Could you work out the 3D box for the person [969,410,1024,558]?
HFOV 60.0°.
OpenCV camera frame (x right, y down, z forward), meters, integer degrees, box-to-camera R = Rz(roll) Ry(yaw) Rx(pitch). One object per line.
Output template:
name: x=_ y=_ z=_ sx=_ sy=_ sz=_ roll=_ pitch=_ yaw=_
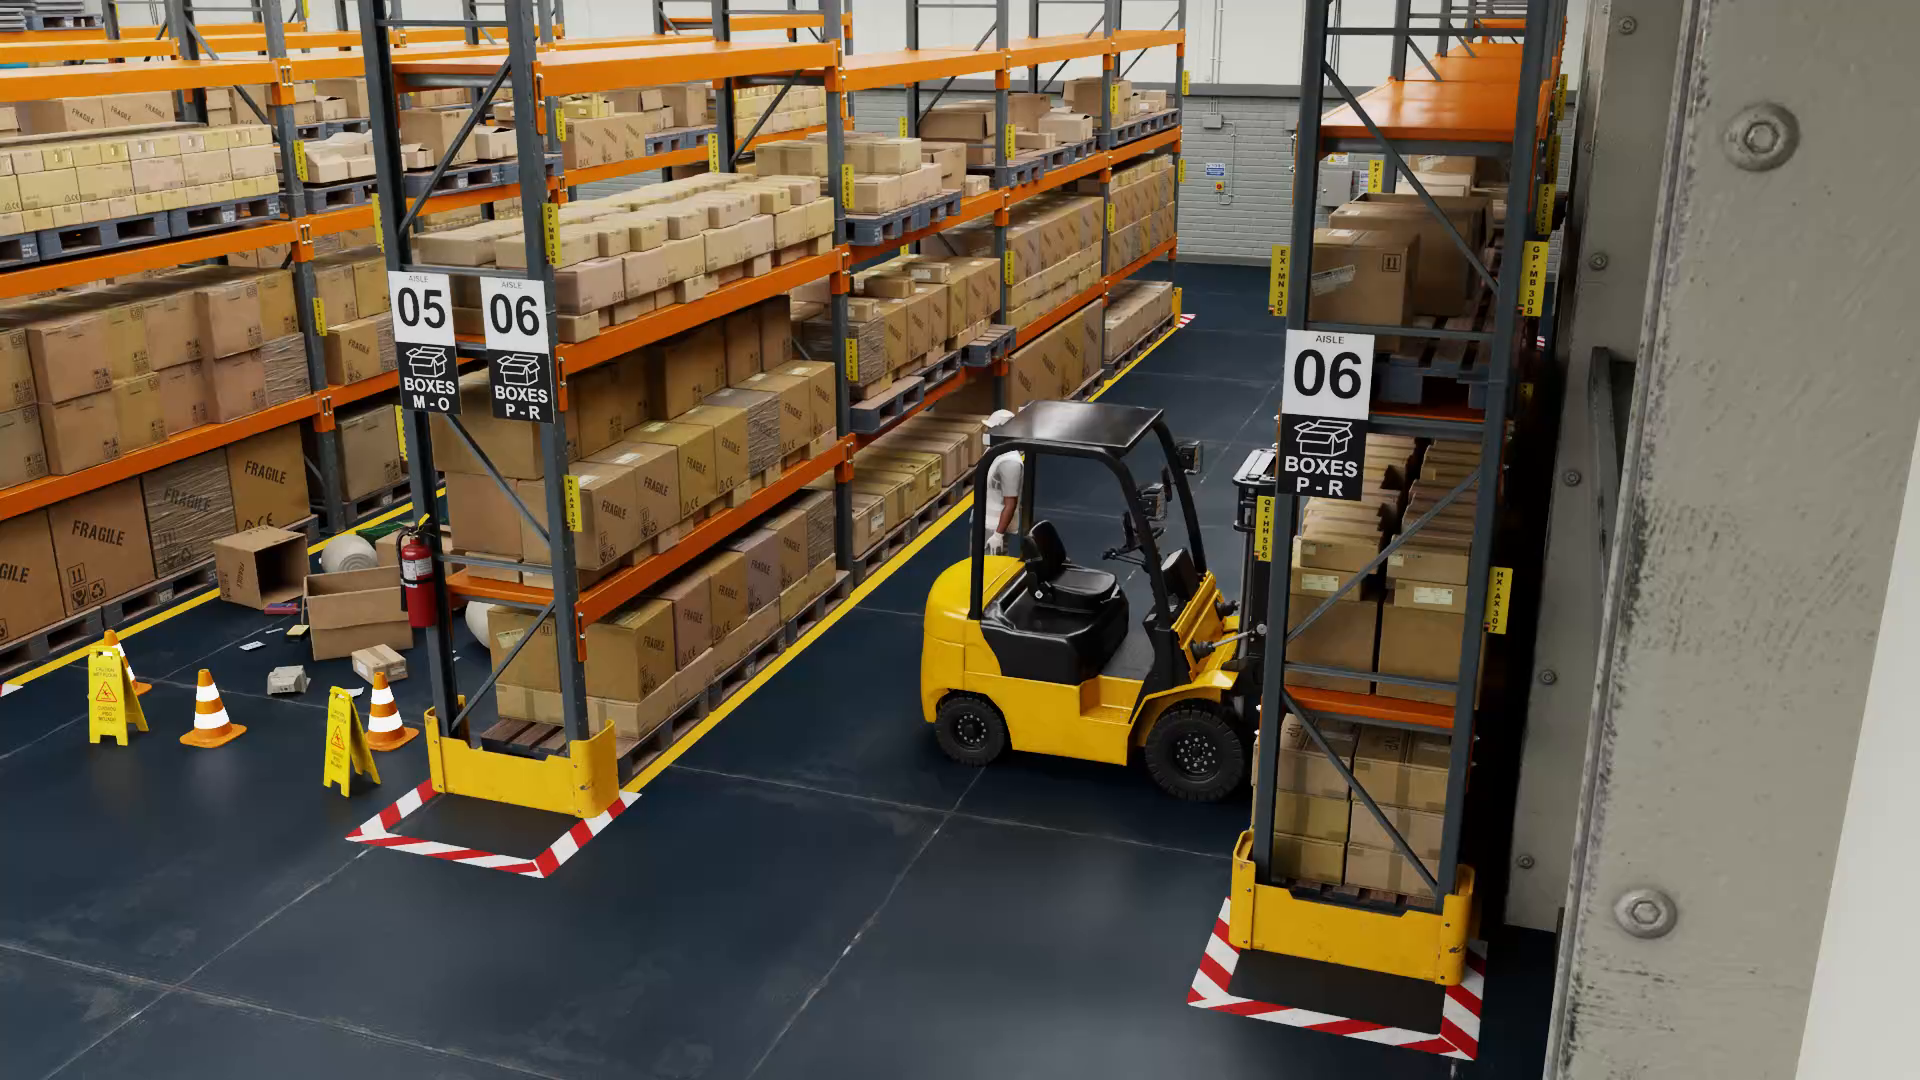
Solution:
person: x=0.169 y=-0.097 z=12.292 sx=0.575 sy=1.785 sz=0.655 roll=-4 pitch=19 yaw=-12
